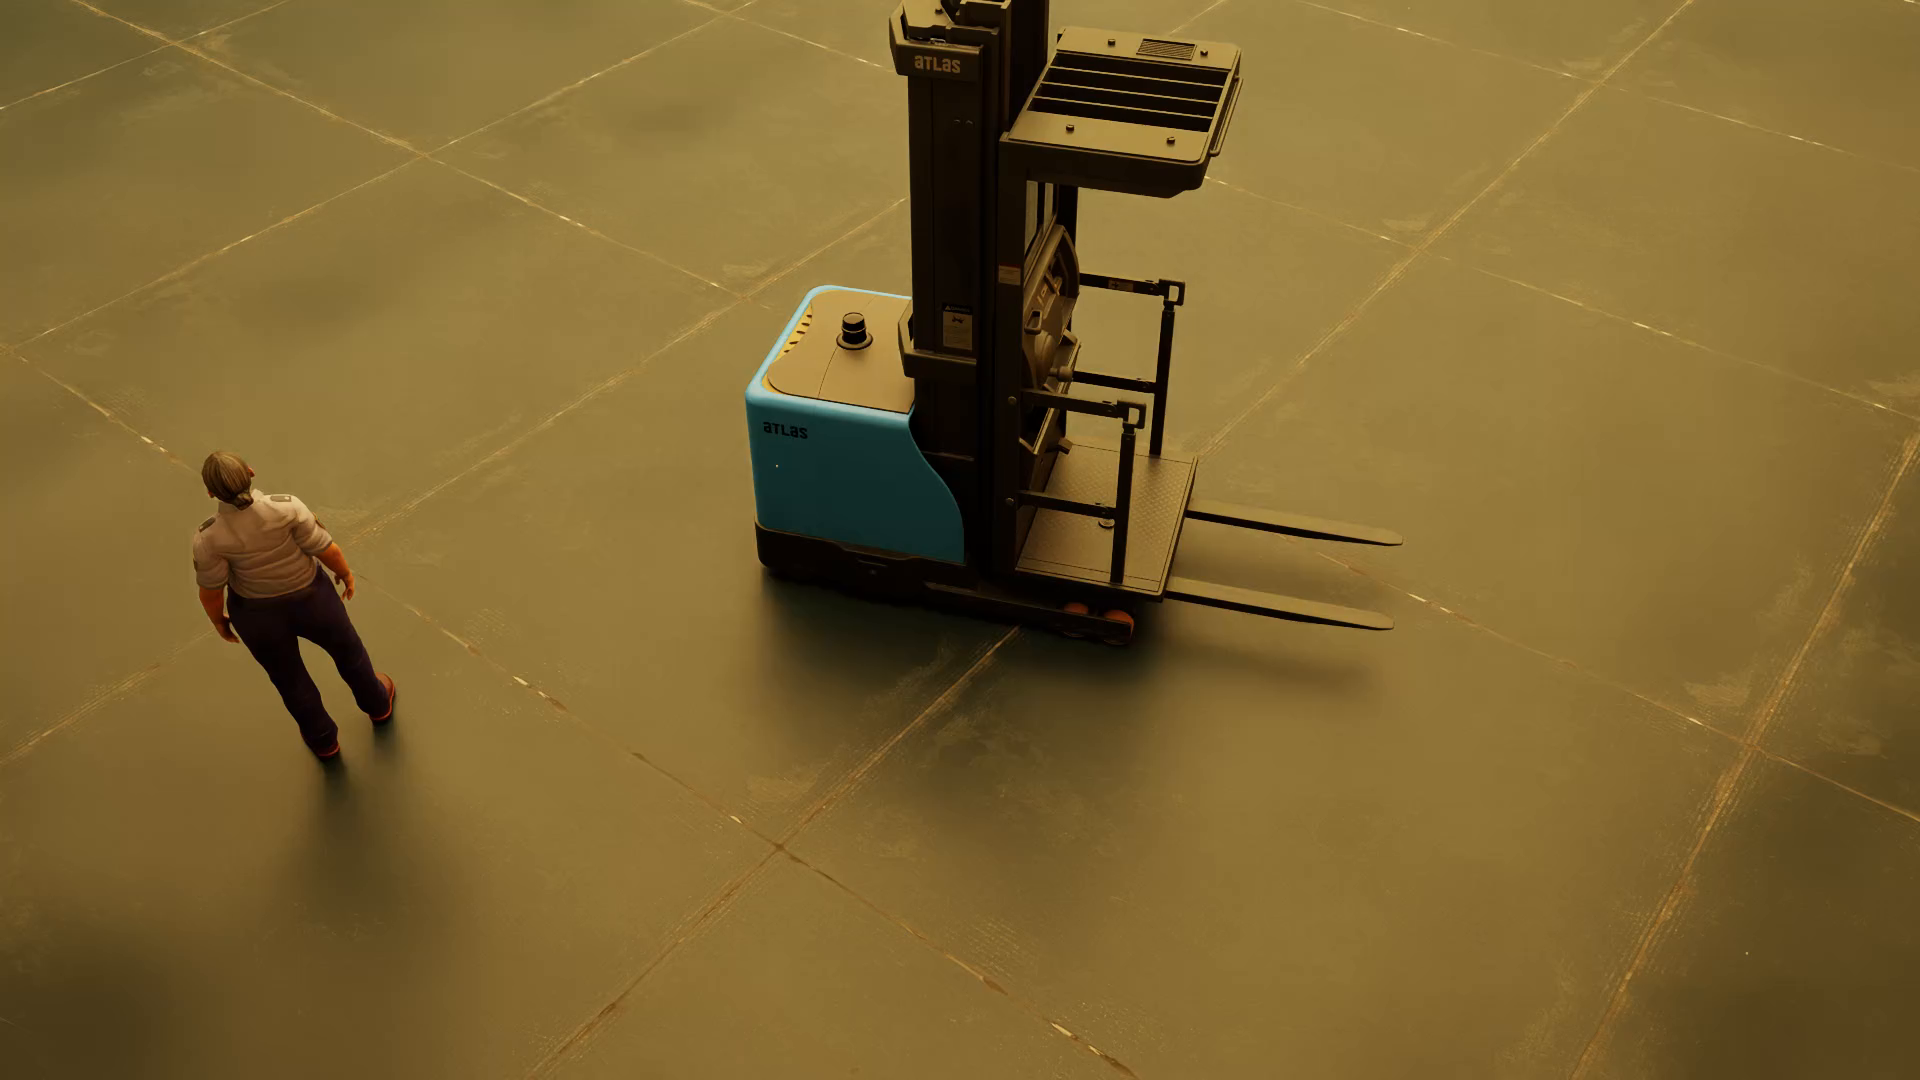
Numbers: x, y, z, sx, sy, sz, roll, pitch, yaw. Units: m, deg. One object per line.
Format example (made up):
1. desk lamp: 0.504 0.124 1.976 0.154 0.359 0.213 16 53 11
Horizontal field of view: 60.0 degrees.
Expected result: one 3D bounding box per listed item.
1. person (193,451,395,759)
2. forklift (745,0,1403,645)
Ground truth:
1. person: -2.753 0.221 6.793 0.598 1.651 0.502 -19 44 -21
2. forklift: 0.587 -1.011 7.260 3.031 2.935 1.130 10 41 12
